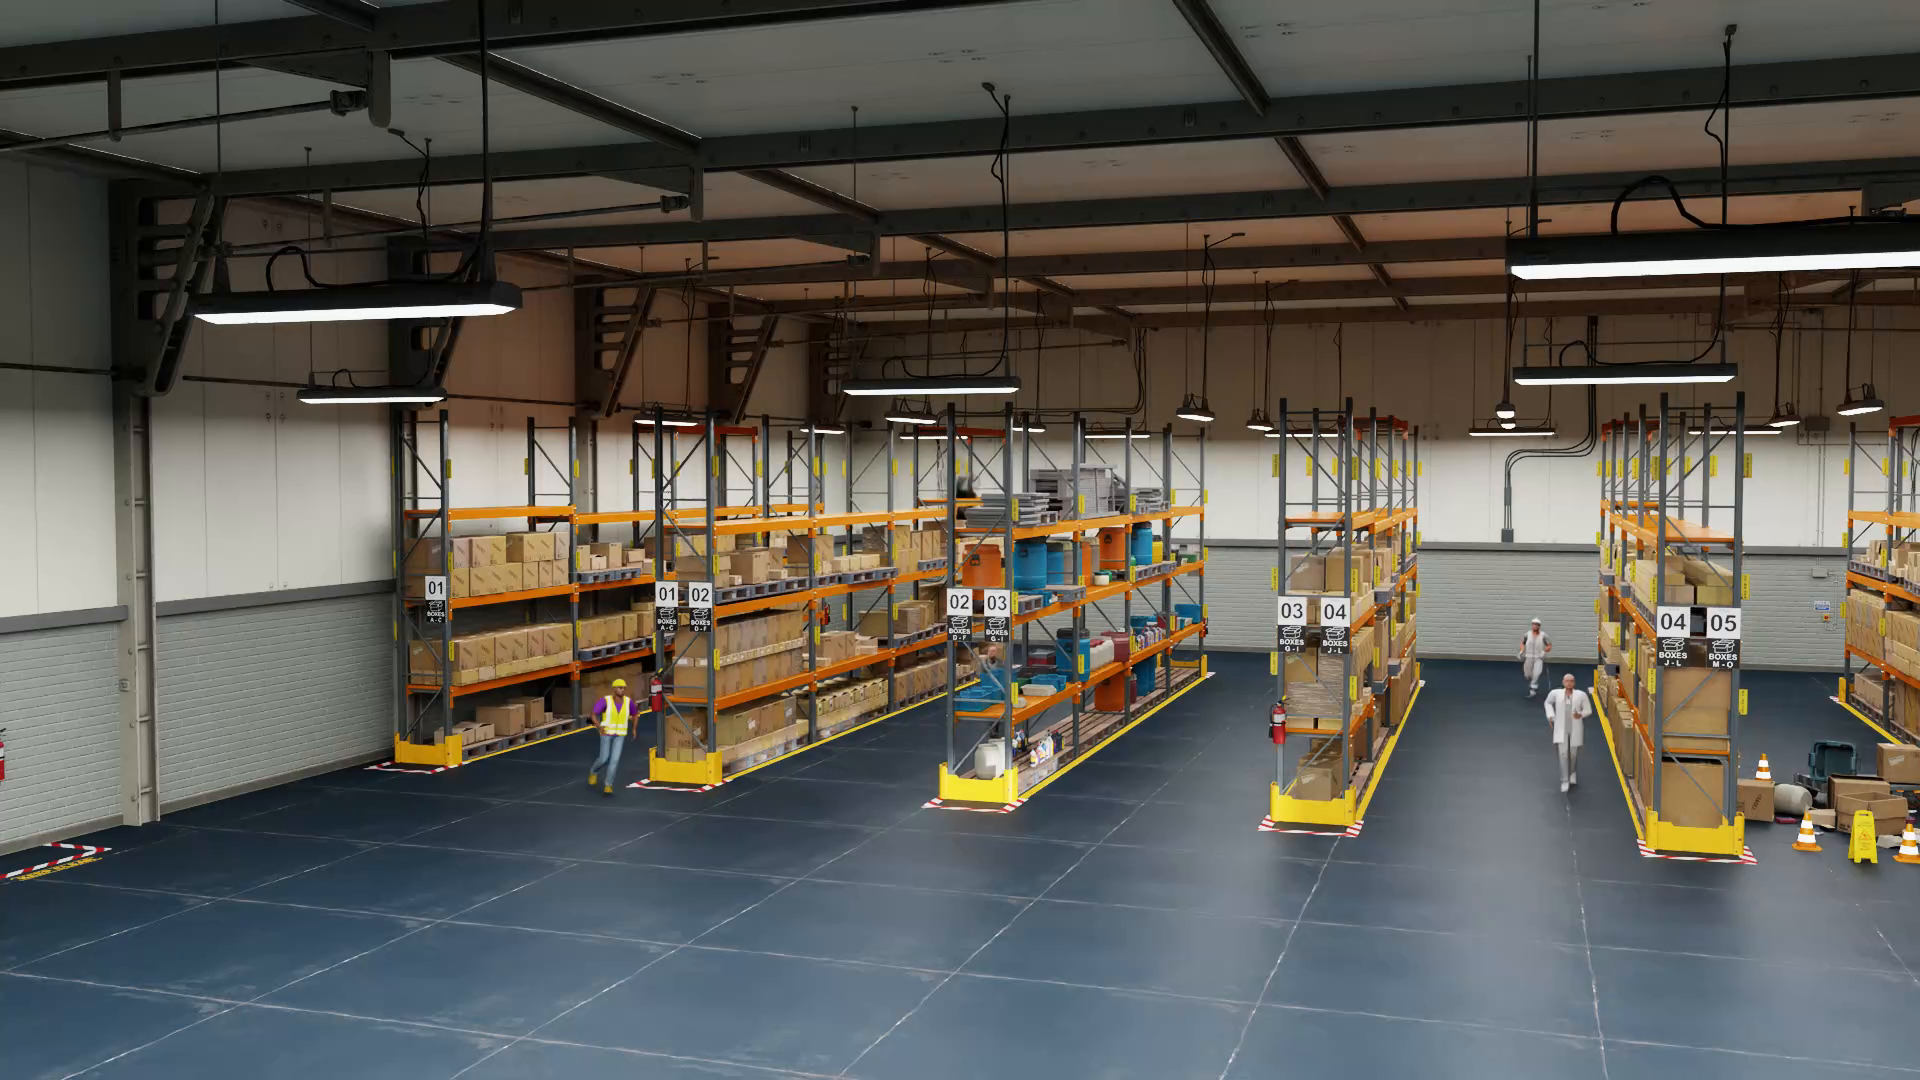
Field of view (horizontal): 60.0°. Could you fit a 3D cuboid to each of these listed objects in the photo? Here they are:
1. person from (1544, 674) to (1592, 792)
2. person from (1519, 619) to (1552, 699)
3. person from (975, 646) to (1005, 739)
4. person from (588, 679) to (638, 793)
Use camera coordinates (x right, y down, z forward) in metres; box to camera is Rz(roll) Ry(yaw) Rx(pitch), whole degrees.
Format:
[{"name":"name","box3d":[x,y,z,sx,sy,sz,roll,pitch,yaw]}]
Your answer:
[{"name":"person","box3d":[9.514,2.995,26.022,0.705,1.781,0.864,1,3,19]},{"name":"person","box3d":[12.563,2.590,36.314,0.672,1.738,0.552,1,3,30]},{"name":"person","box3d":[0.597,2.826,30.468,0.644,1.772,0.752,1,3,15]},{"name":"person","box3d":[-5.368,3.026,25.910,0.756,1.728,0.773,-1,3,-27]}]
